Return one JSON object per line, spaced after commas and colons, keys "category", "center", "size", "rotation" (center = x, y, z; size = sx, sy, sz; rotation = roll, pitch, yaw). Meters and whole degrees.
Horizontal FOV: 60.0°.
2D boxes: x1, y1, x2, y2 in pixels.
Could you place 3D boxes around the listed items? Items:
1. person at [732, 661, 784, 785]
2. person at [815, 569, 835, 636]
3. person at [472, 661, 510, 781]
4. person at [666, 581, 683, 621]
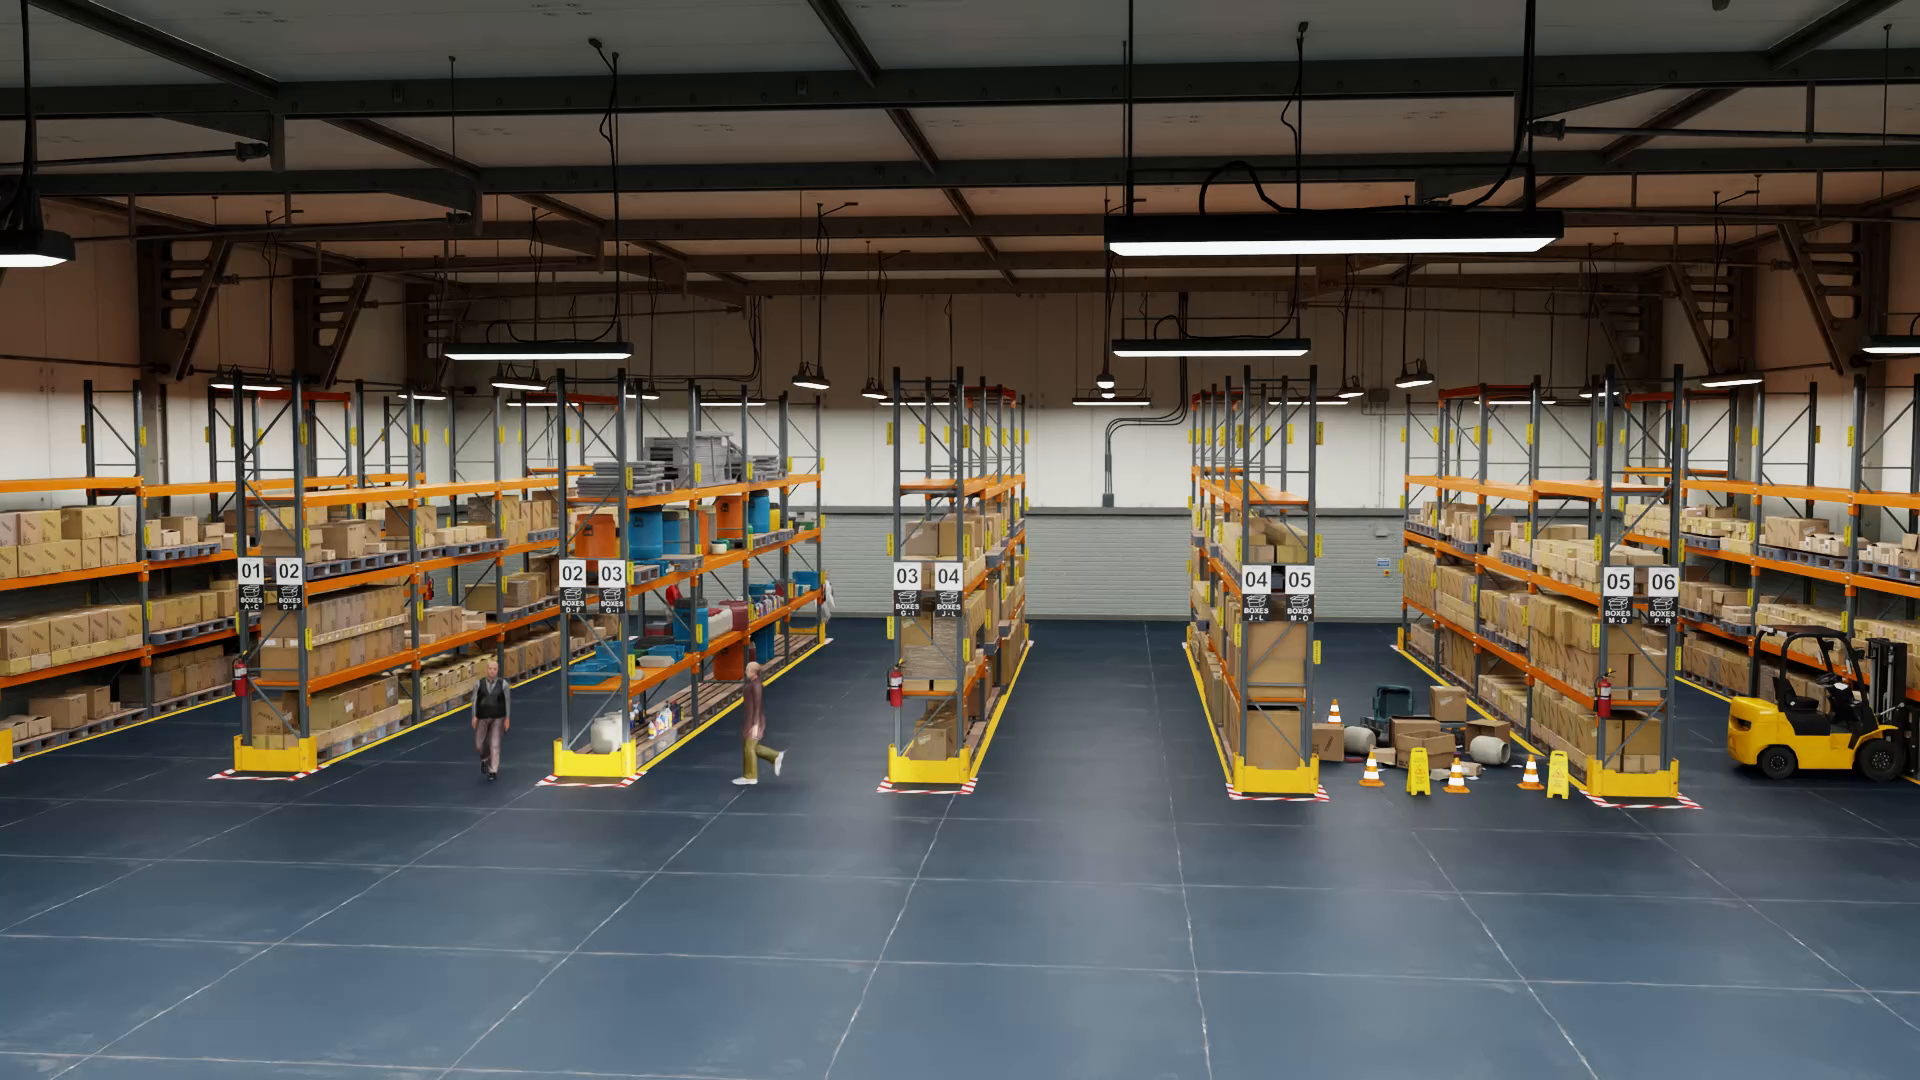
{"category": "person", "center": [-2.915, 2.625, 23.975], "size": [0.746, 1.763, 0.661], "rotation": [0, 4, -8]}
{"category": "person", "center": [-3.381, 1.585, 41.503], "size": [0.483, 1.727, 0.485], "rotation": [1, 4, 21]}
{"category": "person", "center": [-6.862, 2.630, 24.330], "size": [0.551, 1.709, 0.614], "rotation": [-1, 4, -9]}
{"category": "person", "center": [-6.697, 1.744, 38.938], "size": [0.392, 1.788, 0.628], "rotation": [-3, 4, -37]}
